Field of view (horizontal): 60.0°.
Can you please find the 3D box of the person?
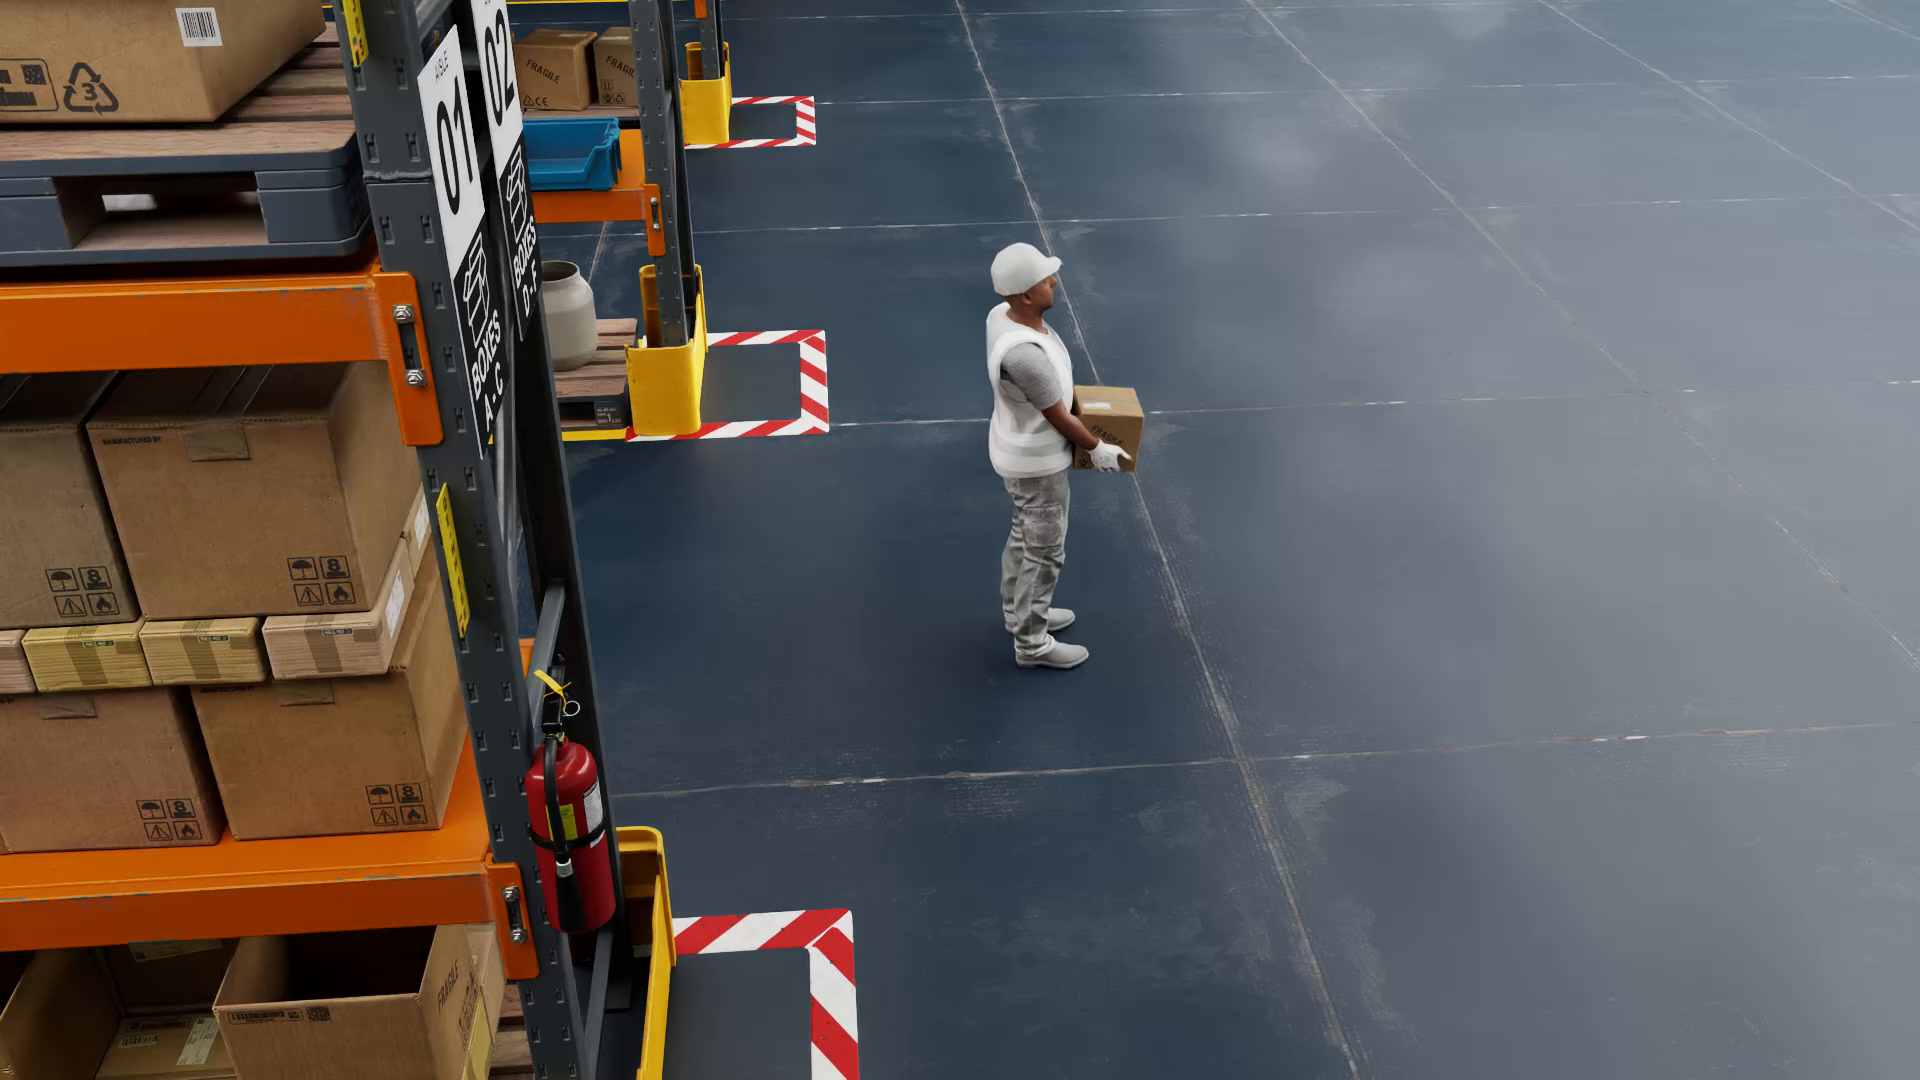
[{"bbox_3d":[0.382,-0.338,6.678,0.569,1.787,0.499,-2,31,-4],"label":"person"}]
